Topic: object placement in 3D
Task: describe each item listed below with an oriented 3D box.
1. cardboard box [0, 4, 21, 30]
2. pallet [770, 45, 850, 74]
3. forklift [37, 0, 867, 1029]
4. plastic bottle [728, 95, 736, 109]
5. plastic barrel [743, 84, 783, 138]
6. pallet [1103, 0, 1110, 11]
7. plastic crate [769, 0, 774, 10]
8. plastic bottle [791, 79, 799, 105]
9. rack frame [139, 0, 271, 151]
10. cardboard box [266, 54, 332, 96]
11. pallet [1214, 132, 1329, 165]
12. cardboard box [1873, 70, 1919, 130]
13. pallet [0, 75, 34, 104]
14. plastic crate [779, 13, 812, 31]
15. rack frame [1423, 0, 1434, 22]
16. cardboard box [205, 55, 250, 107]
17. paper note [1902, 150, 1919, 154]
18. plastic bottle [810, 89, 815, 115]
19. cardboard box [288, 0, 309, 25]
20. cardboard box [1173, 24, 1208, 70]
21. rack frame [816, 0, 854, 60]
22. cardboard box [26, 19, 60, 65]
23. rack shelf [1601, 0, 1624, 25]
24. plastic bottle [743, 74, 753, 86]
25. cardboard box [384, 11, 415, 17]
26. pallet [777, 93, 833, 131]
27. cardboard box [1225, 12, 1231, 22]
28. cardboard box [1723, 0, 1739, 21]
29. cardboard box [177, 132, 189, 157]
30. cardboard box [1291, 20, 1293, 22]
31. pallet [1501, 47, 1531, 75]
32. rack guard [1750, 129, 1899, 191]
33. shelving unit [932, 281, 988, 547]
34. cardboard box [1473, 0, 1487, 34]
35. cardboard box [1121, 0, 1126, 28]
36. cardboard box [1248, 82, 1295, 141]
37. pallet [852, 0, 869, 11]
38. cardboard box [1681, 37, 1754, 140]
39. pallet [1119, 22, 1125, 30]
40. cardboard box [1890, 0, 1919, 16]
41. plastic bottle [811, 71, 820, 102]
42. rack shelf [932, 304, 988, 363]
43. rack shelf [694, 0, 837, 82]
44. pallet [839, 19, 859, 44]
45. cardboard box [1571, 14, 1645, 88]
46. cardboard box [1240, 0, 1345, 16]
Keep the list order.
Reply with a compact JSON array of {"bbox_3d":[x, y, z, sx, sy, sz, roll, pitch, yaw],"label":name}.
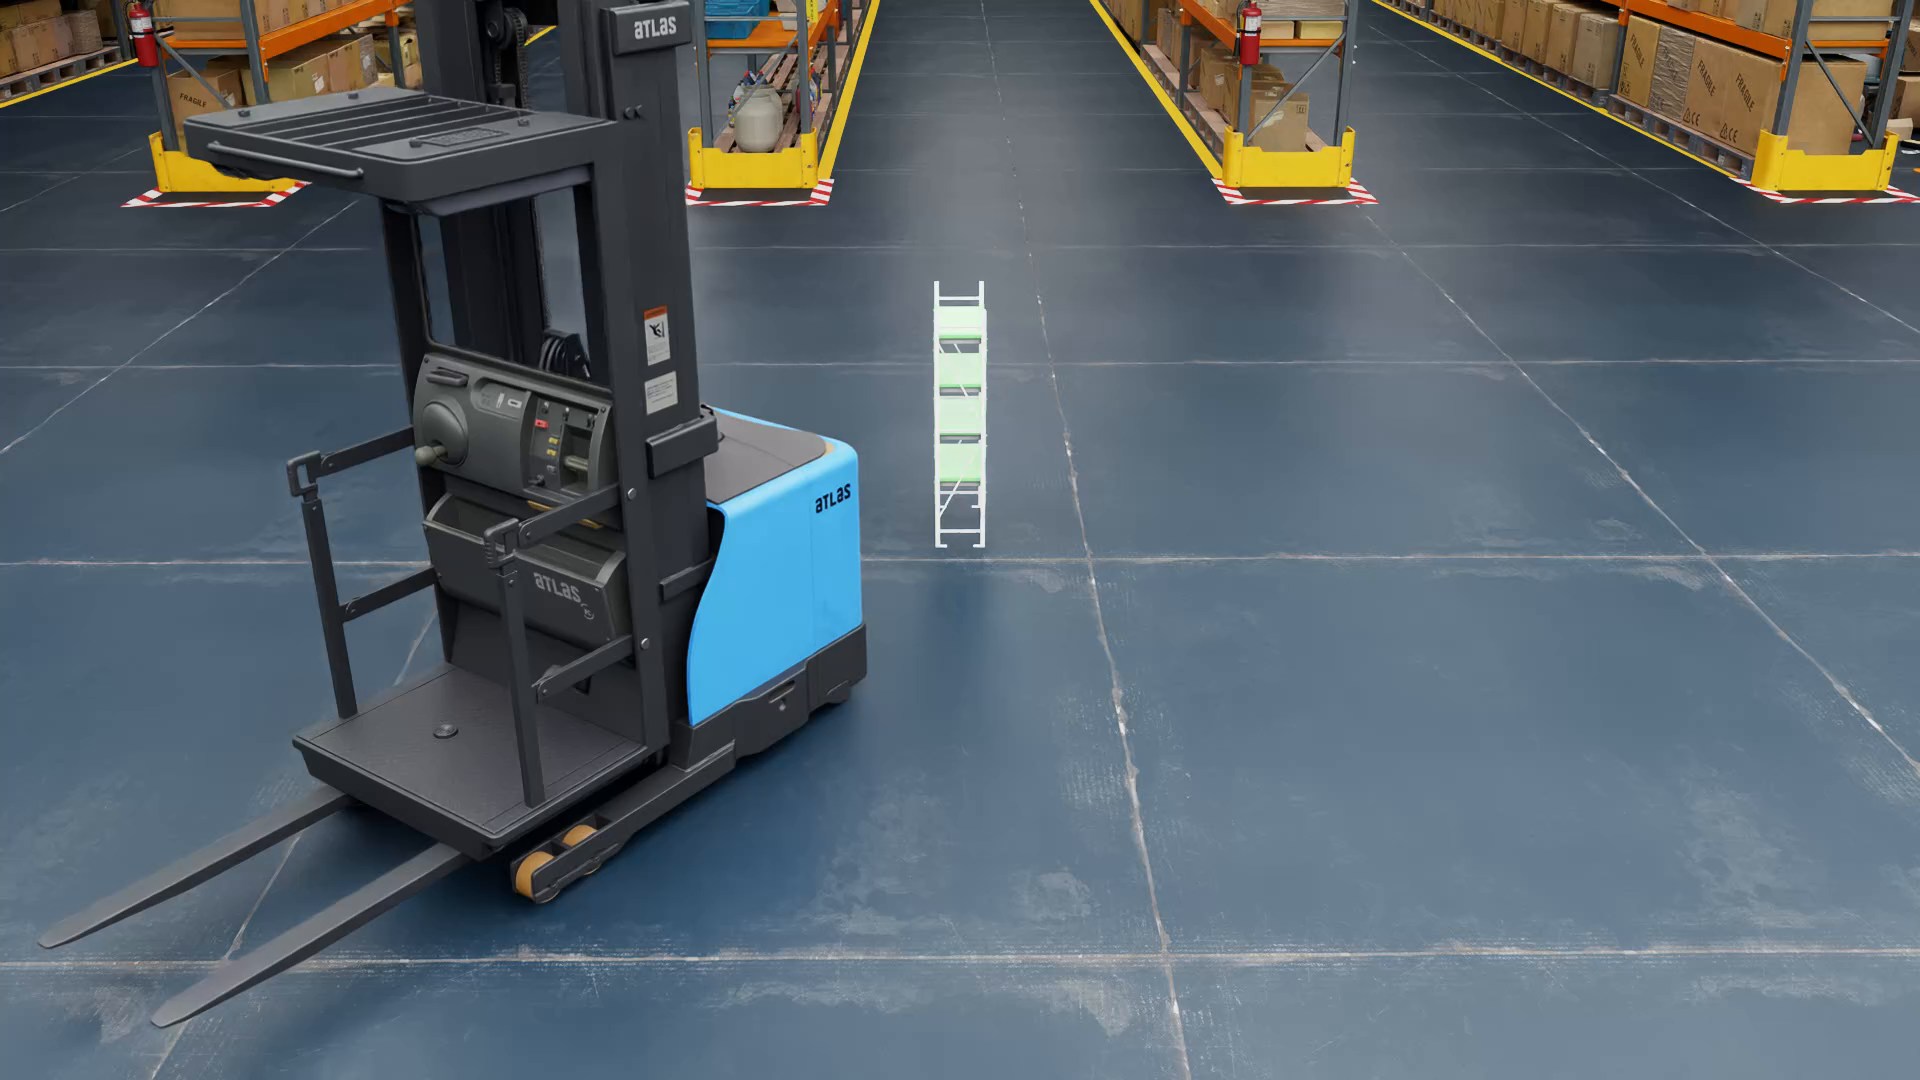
[{"bbox_3d":[-11.871,-6.390,20.328,0.500,0.250,0.500,-1,24,-2],"label":"cardboard box"},{"bbox_3d":[-1.996,-6.391,22.124,1.003,0.211,1.213,0,24,-1],"label":"pallet"},{"bbox_3d":[-1.645,-0.349,5.464,1.130,2.935,3.031,16,29,32],"label":"forklift"},{"bbox_3d":[-2.357,-4.450,17.211,0.061,0.283,0.133,0,24,1],"label":"plastic bottle"},{"bbox_3d":[-1.968,-4.219,16.449,0.421,0.512,0.421,0,24,0],"label":"plastic barrel"},{"bbox_3d":[2.997,-9.198,28.332,1.003,0.211,1.213,0,24,-1],"label":"pallet"},{"bbox_3d":[-2.190,-5.675,17.415,0.450,0.188,0.662,0,24,-1],"label":"plastic crate"},{"bbox_3d":[-1.773,-4.938,18.299,0.152,0.276,0.135,0,24,-1],"label":"plastic bottle"},{"bbox_3d":[-6.832,-4.663,14.921,1.000,3.000,0.127,0,24,-1],"label":"rack frame"},{"bbox_3d":[-6.641,-4.578,16.648,0.500,0.500,0.500,0,24,-1],"label":"cardboard box"},{"bbox_3d":[3.100,-3.802,16.400,1.003,0.211,1.213,0,24,-1],"label":"pallet"},{"bbox_3d":[10.414,-4.773,18.028,0.797,0.637,0.503,0,24,-1],"label":"cardboard box"},{"bbox_3d":[-11.839,-5.338,19.797,1.003,0.211,1.213,0,24,-1],"label":"pallet"},{"bbox_3d":[-1.567,-4.934,15.840,0.298,0.136,0.250,0,24,-1],"label":"plastic crate"},{"bbox_3d":[7.904,-9.632,25.906,1.000,3.000,0.127,0,24,-1],"label":"rack frame"},{"bbox_3d":[-7.161,-4.575,16.643,0.500,0.500,0.500,0,24,-1],"label":"cardboard box"},{"bbox_3d":[9.716,-3.970,16.993,0.144,0.017,0.142,8,26,18],"label":"paper note"},{"bbox_3d":[-1.594,-4.656,17.681,0.097,0.271,0.097,0,24,0],"label":"plastic bottle"},{"bbox_3d":[-6.834,-5.322,16.257,0.700,0.500,0.500,0,24,0],"label":"cardboard box"},{"bbox_3d":[3.052,-6.096,20.589,0.700,0.500,0.500,-2,24,-5],"label":"cardboard box"},{"bbox_3d":[-1.966,-7.981,22.256,1.000,3.000,0.127,0,24,-1],"label":"rack frame"},{"bbox_3d":[-11.889,-6.284,21.003,0.700,0.500,0.500,0,24,-1],"label":"cardboard box"},{"bbox_3d":[7.969,-6.832,20.588,1.077,0.370,4.000,0,24,-1],"label":"rack shelf"},{"bbox_3d":[-2.327,-4.914,18.155,0.144,0.351,0.185,-1,24,-3],"label":"plastic bottle"},{"bbox_3d":[-7.193,-6.720,21.616,0.500,0.311,0.500,-1,24,-2],"label":"cardboard box"},{"bbox_3d":[-1.957,-4.785,18.574,1.003,0.211,1.213,0,24,-1],"label":"pallet"},{"bbox_3d":[2.834,-5.223,16.464,0.380,0.149,0.250,0,24,-1],"label":"cardboard box"},{"bbox_3d":[8.077,-5.366,16.292,0.875,0.550,0.550,0,24,-1],"label":"cardboard box"},{"bbox_3d":[-7.133,-3.822,15.887,0.500,0.250,0.500,0,24,-1],"label":"cardboard box"},{"bbox_3d":[3.338,-4.917,15.786,0.380,0.149,0.250,0,24,-1],"label":"cardboard box"},{"bbox_3d":[7.881,-6.388,22.118,1.003,0.211,1.213,0,24,-1],"label":"pallet"},{"bbox_3d":[8.035,-3.538,15.467,1.175,0.500,0.348,0,24,-1],"label":"rack guard"},{"bbox_3d":[-0.002,-0.615,8.154,0.258,1.200,0.503,0,24,-1],"label":"shelving unit"},{"bbox_3d":[7.677,-7.520,23.761,0.500,0.500,0.500,1,24,2],"label":"cardboard box"},{"bbox_3d":[2.998,-7.878,24.097,1.225,0.875,0.875,0,24,0],"label":"cardboard box"},{"bbox_3d":[3.043,-4.262,16.558,0.500,0.500,0.500,6,25,13],"label":"cardboard box"},{"bbox_3d":[-2.073,-9.165,28.258,1.003,0.211,1.213,0,24,-1],"label":"pallet"},{"bbox_3d":[7.949,-4.552,16.743,0.875,0.875,0.875,-1,24,-1],"label":"cardboard box"},{"bbox_3d":[3.027,-8.063,25.822,1.003,0.211,1.213,0,24,-1],"label":"pallet"},{"bbox_3d":[12.972,-7.556,23.385,0.875,0.875,0.875,0,24,-1],"label":"cardboard box"},{"bbox_3d":[-1.625,-4.983,18.308,0.144,0.351,0.185,-1,24,-3],"label":"plastic bottle"},{"bbox_3d":[-0.002,-0.994,7.982,0.258,0.148,0.480,0,24,-1],"label":"rack shelf"},{"bbox_3d":[-1.901,-5.180,16.937,1.077,0.370,4.000,0,24,-1],"label":"rack shelf"},{"bbox_3d":[-2.027,-7.536,24.657,1.003,0.211,1.213,0,24,-1],"label":"pallet"},{"bbox_3d":[7.894,-5.757,19.559,1.050,0.750,0.750,0,24,-1],"label":"cardboard box"},{"bbox_3d":[3.095,-5.114,15.436,0.875,0.500,0.500,0,24,-1],"label":"cardboard box"}]
